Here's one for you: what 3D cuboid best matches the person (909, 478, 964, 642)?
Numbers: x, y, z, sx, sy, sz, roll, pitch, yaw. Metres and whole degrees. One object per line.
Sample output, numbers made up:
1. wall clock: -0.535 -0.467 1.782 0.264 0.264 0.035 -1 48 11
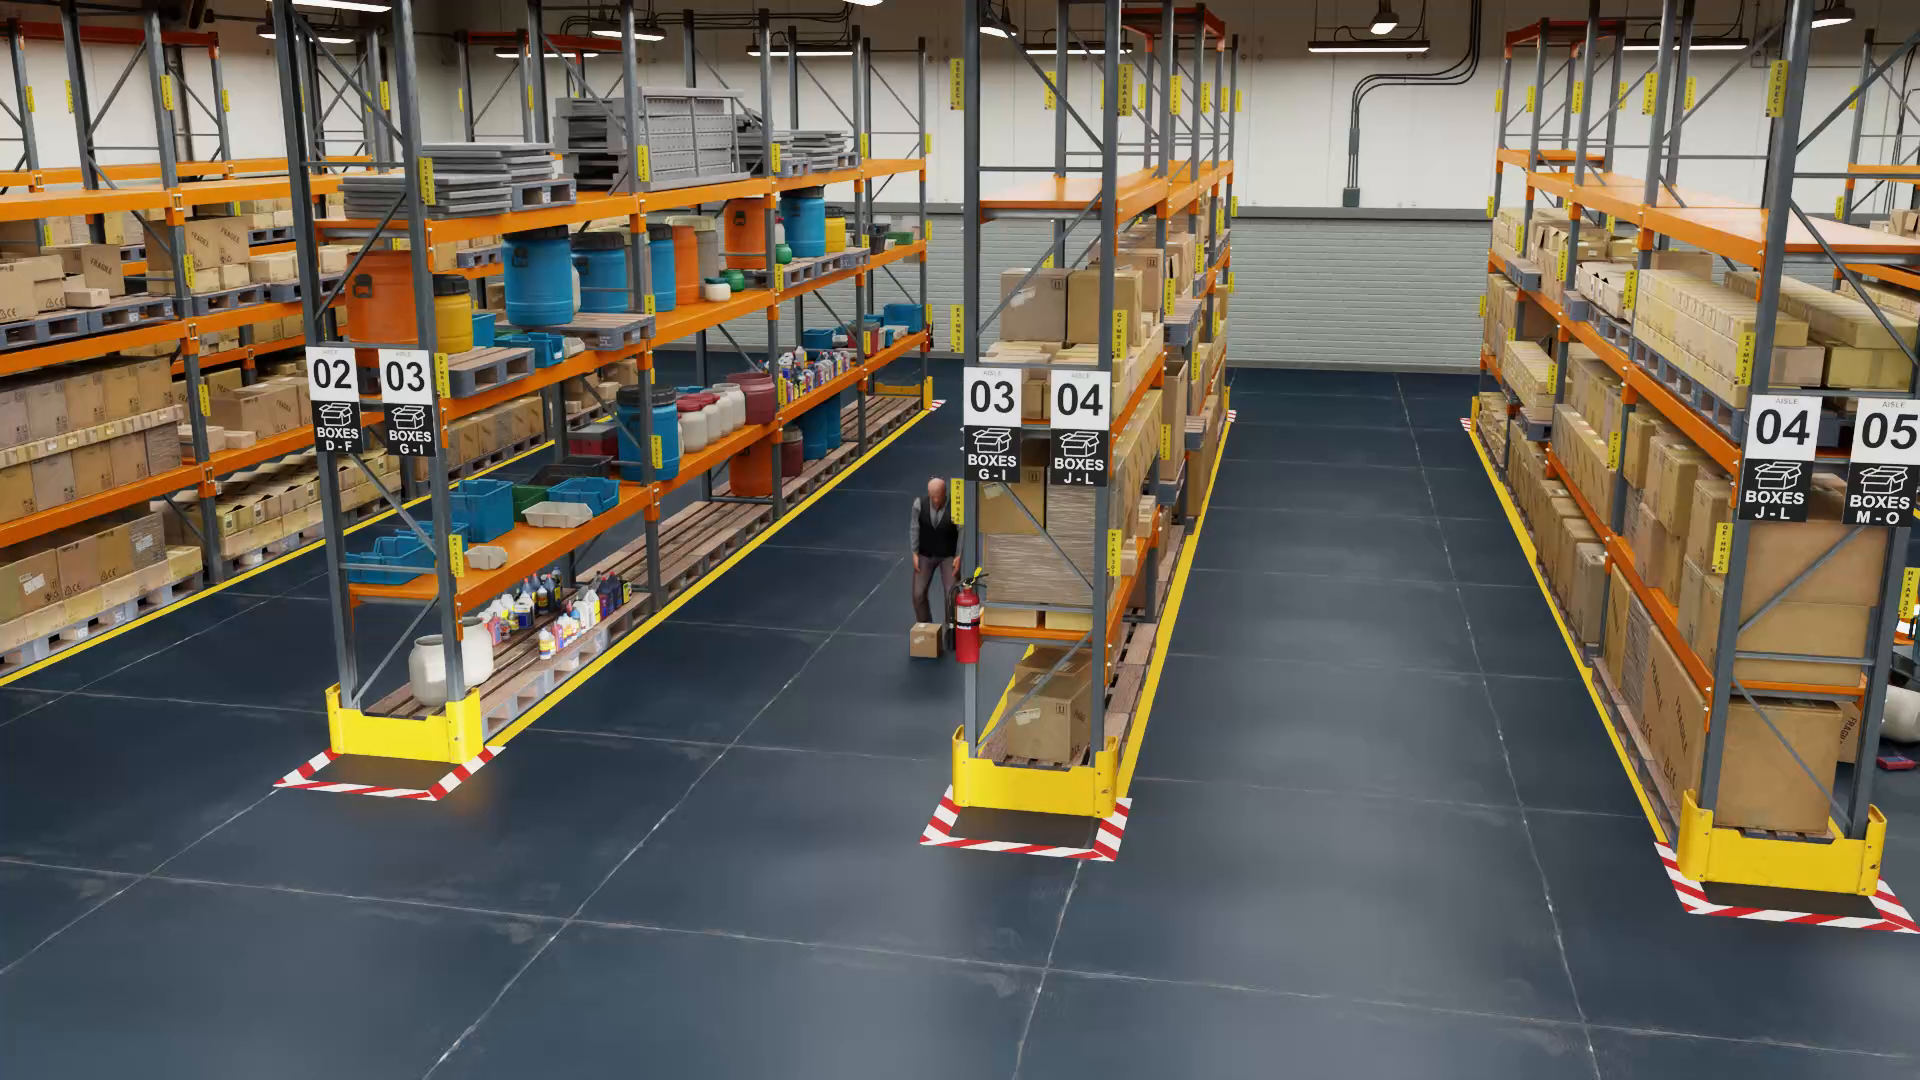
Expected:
1. person: -0.186 0.169 15.679 0.578 1.596 0.532 3 15 12
